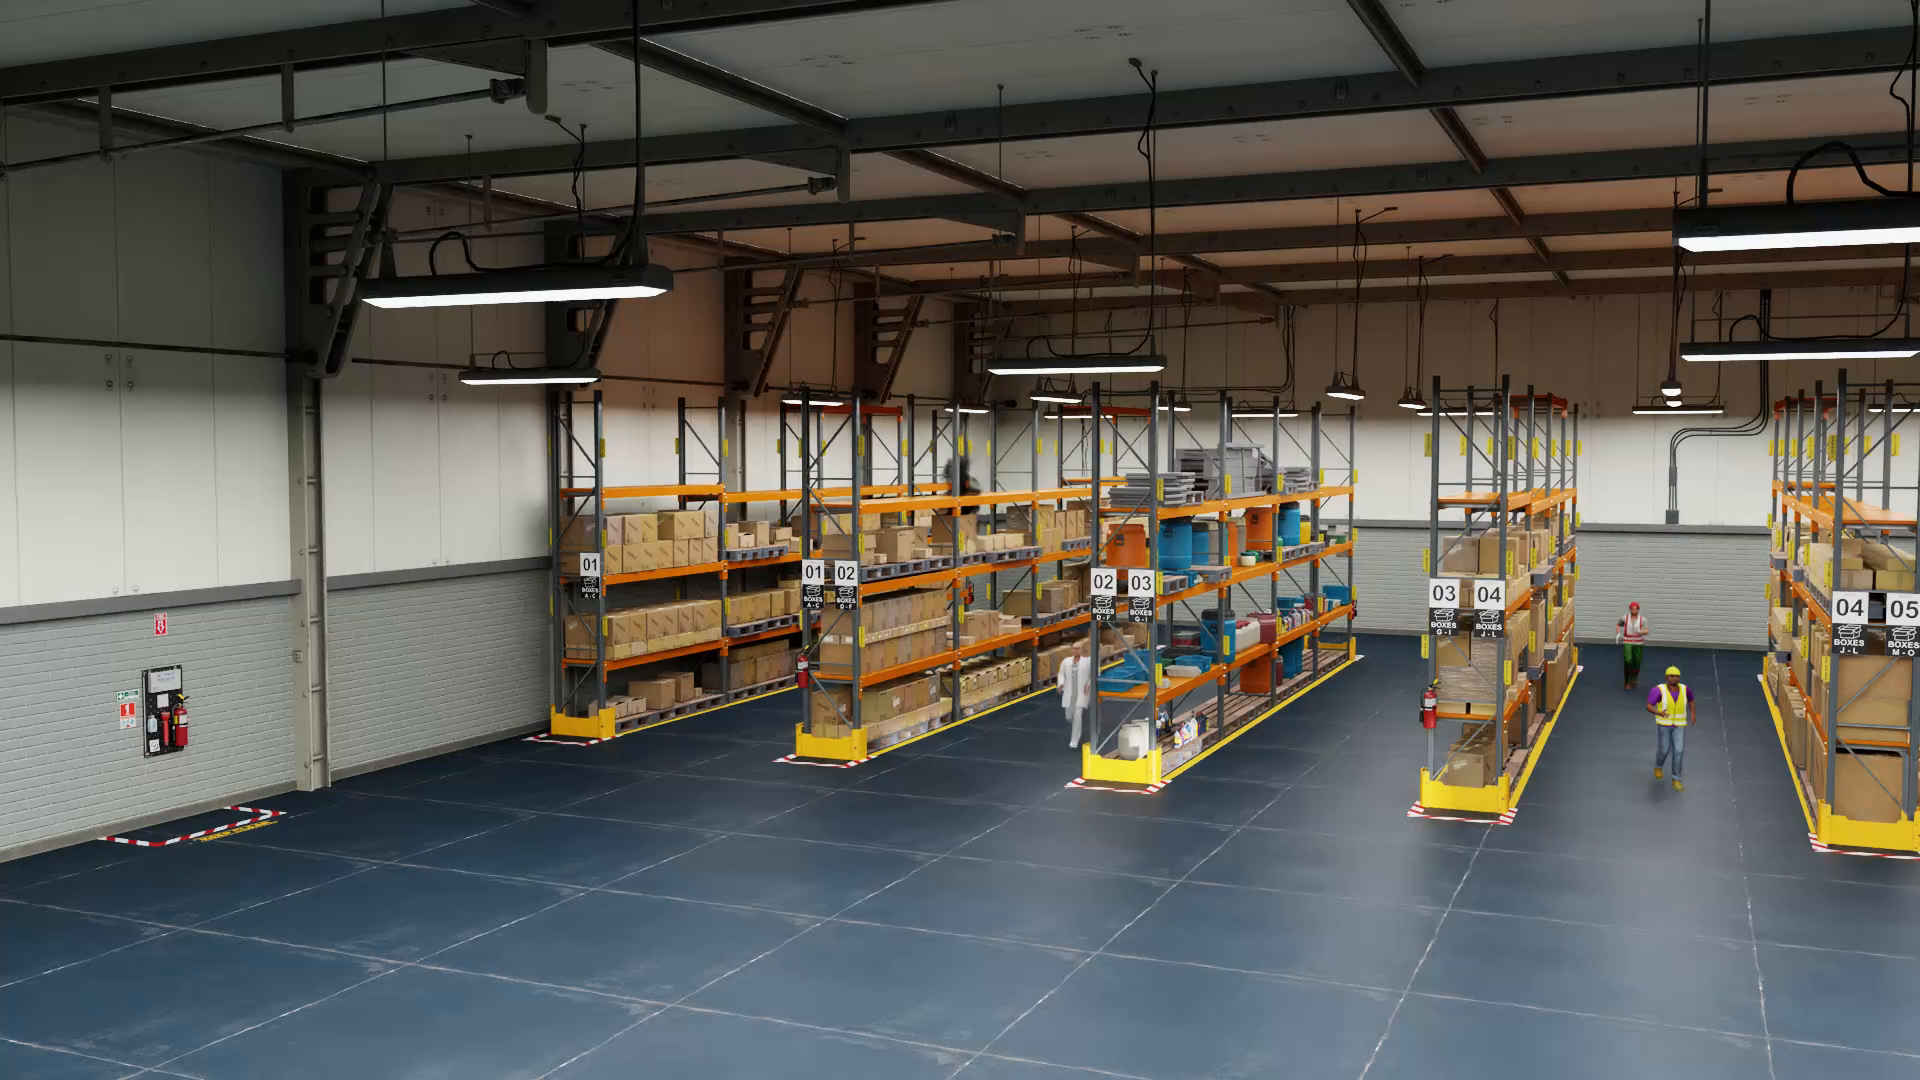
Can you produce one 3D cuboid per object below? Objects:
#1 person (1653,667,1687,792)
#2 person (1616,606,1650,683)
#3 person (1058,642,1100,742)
[{"bbox_3d":[10.525,2.754,24.620,0.434,1.784,0.865,1,3,9],"label":"person"},{"bbox_3d":[13.965,2.139,34.517,0.641,1.622,0.758,1,3,16],"label":"person"},{"bbox_3d":[1.983,2.554,28.002,0.711,1.665,0.626,1,3,18],"label":"person"}]
